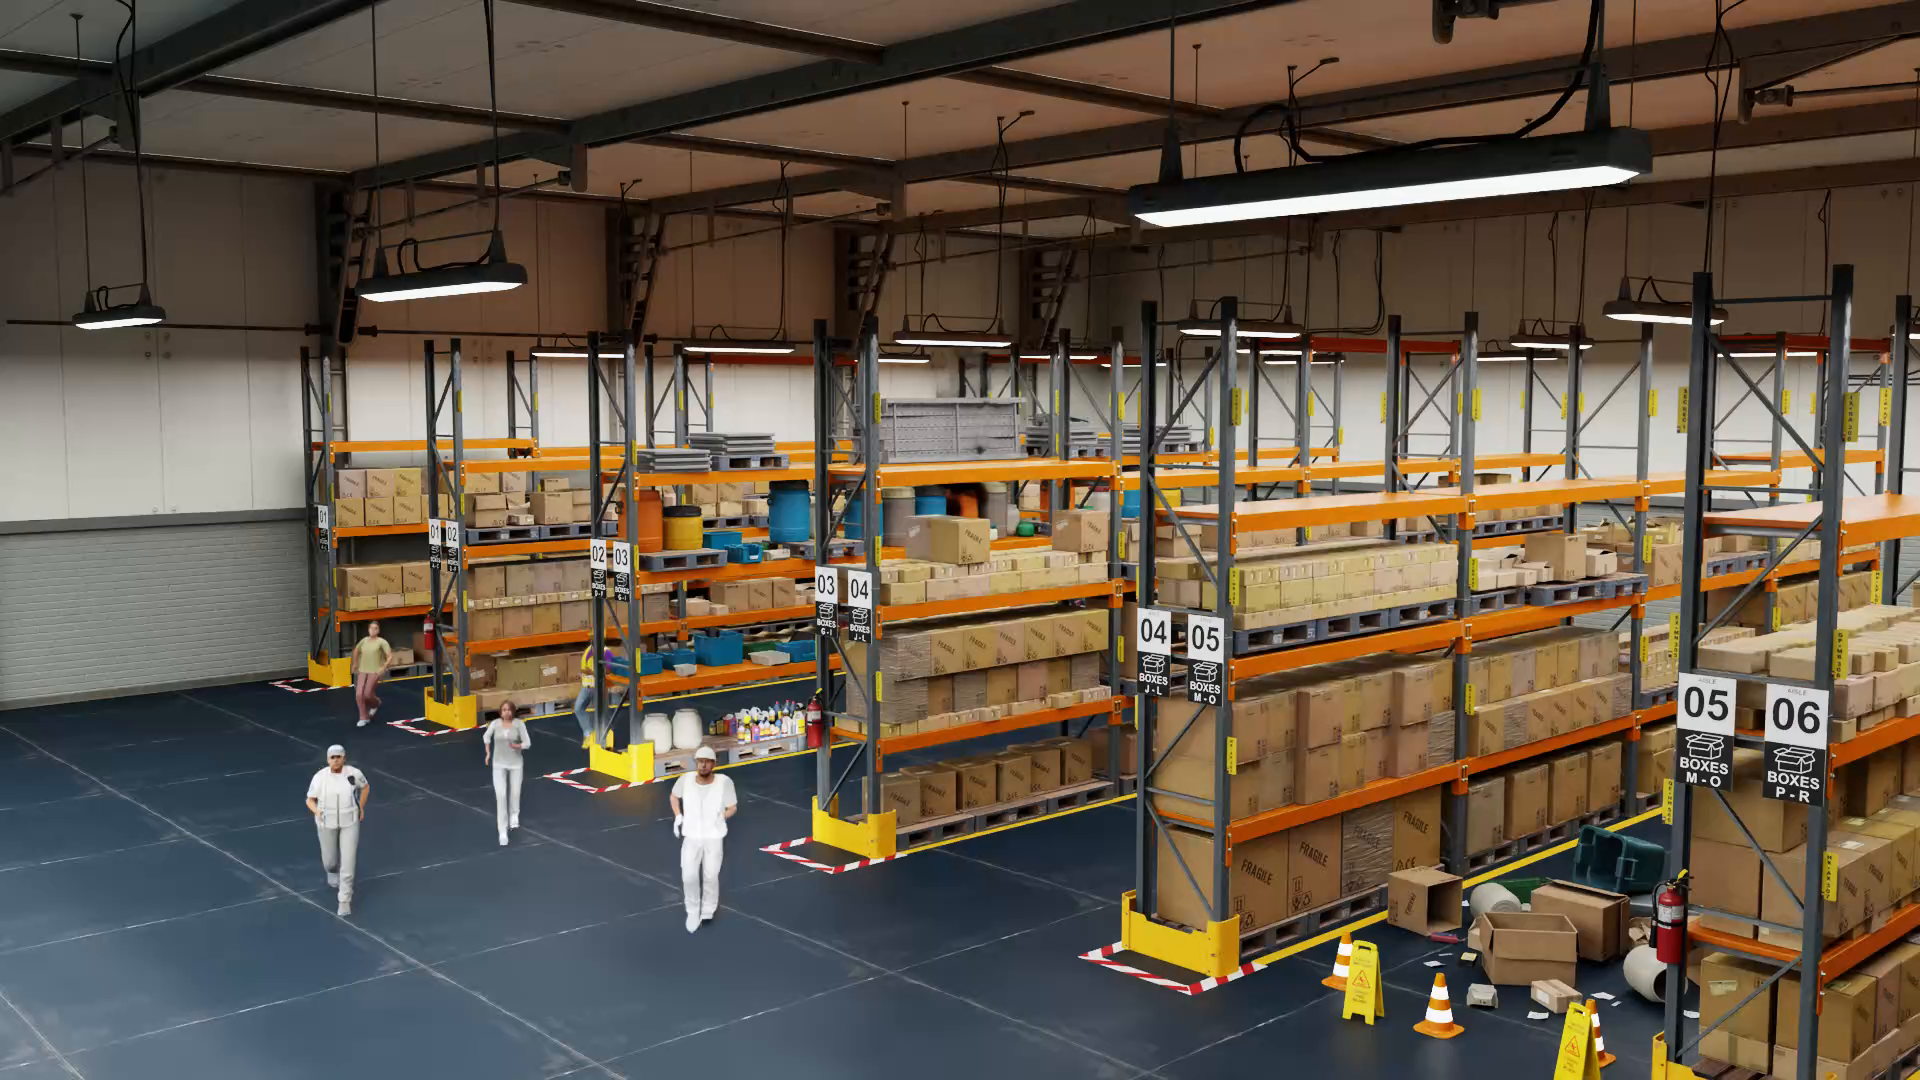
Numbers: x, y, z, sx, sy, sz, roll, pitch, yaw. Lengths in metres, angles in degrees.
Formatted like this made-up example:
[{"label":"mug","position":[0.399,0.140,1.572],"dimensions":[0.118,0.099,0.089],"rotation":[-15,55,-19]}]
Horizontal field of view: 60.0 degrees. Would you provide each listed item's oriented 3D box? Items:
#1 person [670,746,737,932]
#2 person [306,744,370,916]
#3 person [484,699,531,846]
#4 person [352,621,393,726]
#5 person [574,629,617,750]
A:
[{"label":"person","position":[-2.469,2.879,16.004],"dimensions":[0.655,1.796,0.715],"rotation":[-1,5,-6]},{"label":"person","position":[-6.272,2.881,16.802],"dimensions":[0.607,1.667,0.841],"rotation":[-2,5,-20]},{"label":"person","position":[-5.255,2.651,19.320],"dimensions":[0.523,1.620,0.821],"rotation":[-1,5,-16]},{"label":"person","position":[-9.198,2.072,26.067],"dimensions":[0.634,1.630,0.554],"rotation":[1,5,6]},{"label":"person","position":[-5.318,2.162,24.204],"dimensions":[0.670,1.799,0.728],"rotation":[3,6,31]}]
